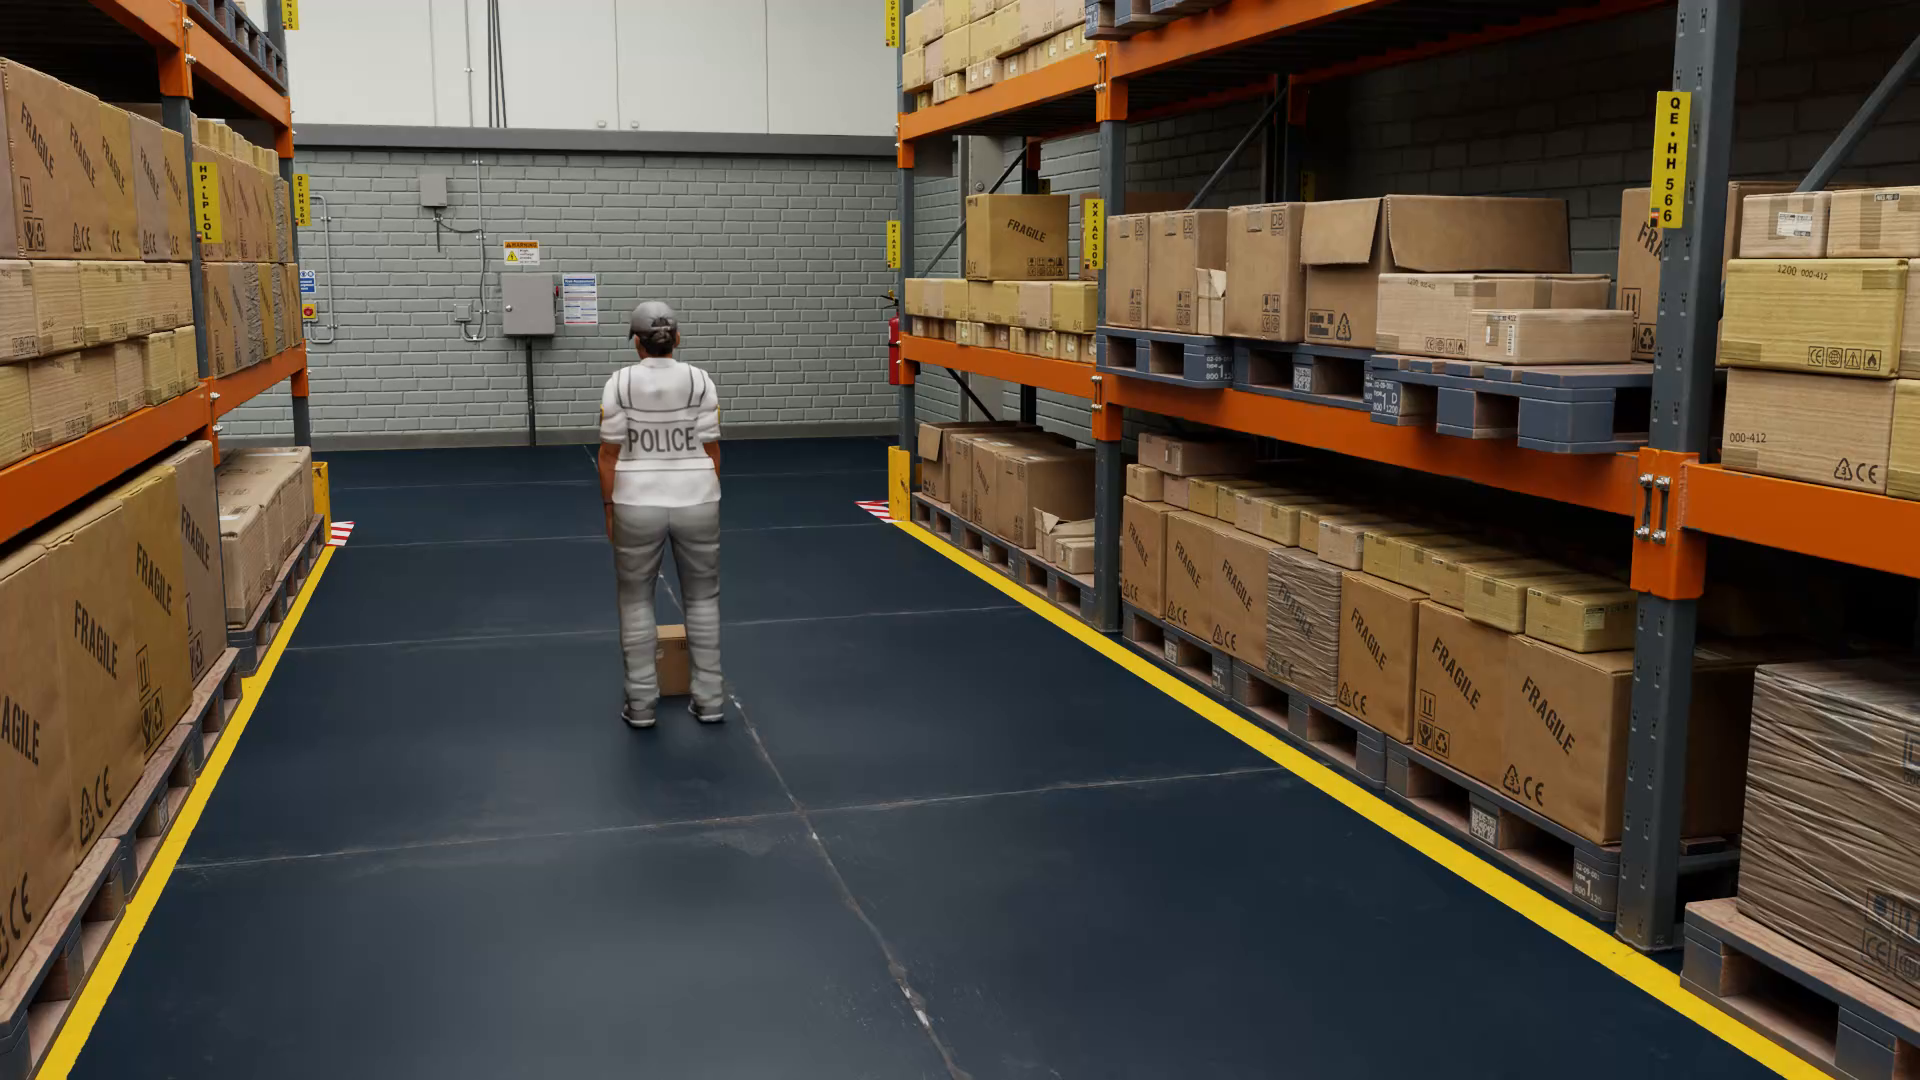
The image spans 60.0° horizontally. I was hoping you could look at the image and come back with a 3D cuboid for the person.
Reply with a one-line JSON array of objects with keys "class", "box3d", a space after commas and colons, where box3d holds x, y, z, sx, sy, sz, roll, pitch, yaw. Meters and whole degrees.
[{"class": "person", "box3d": [-1.172, -0.100, 6.514, 0.469, 1.659, 0.390, -2, 10, -15]}]
